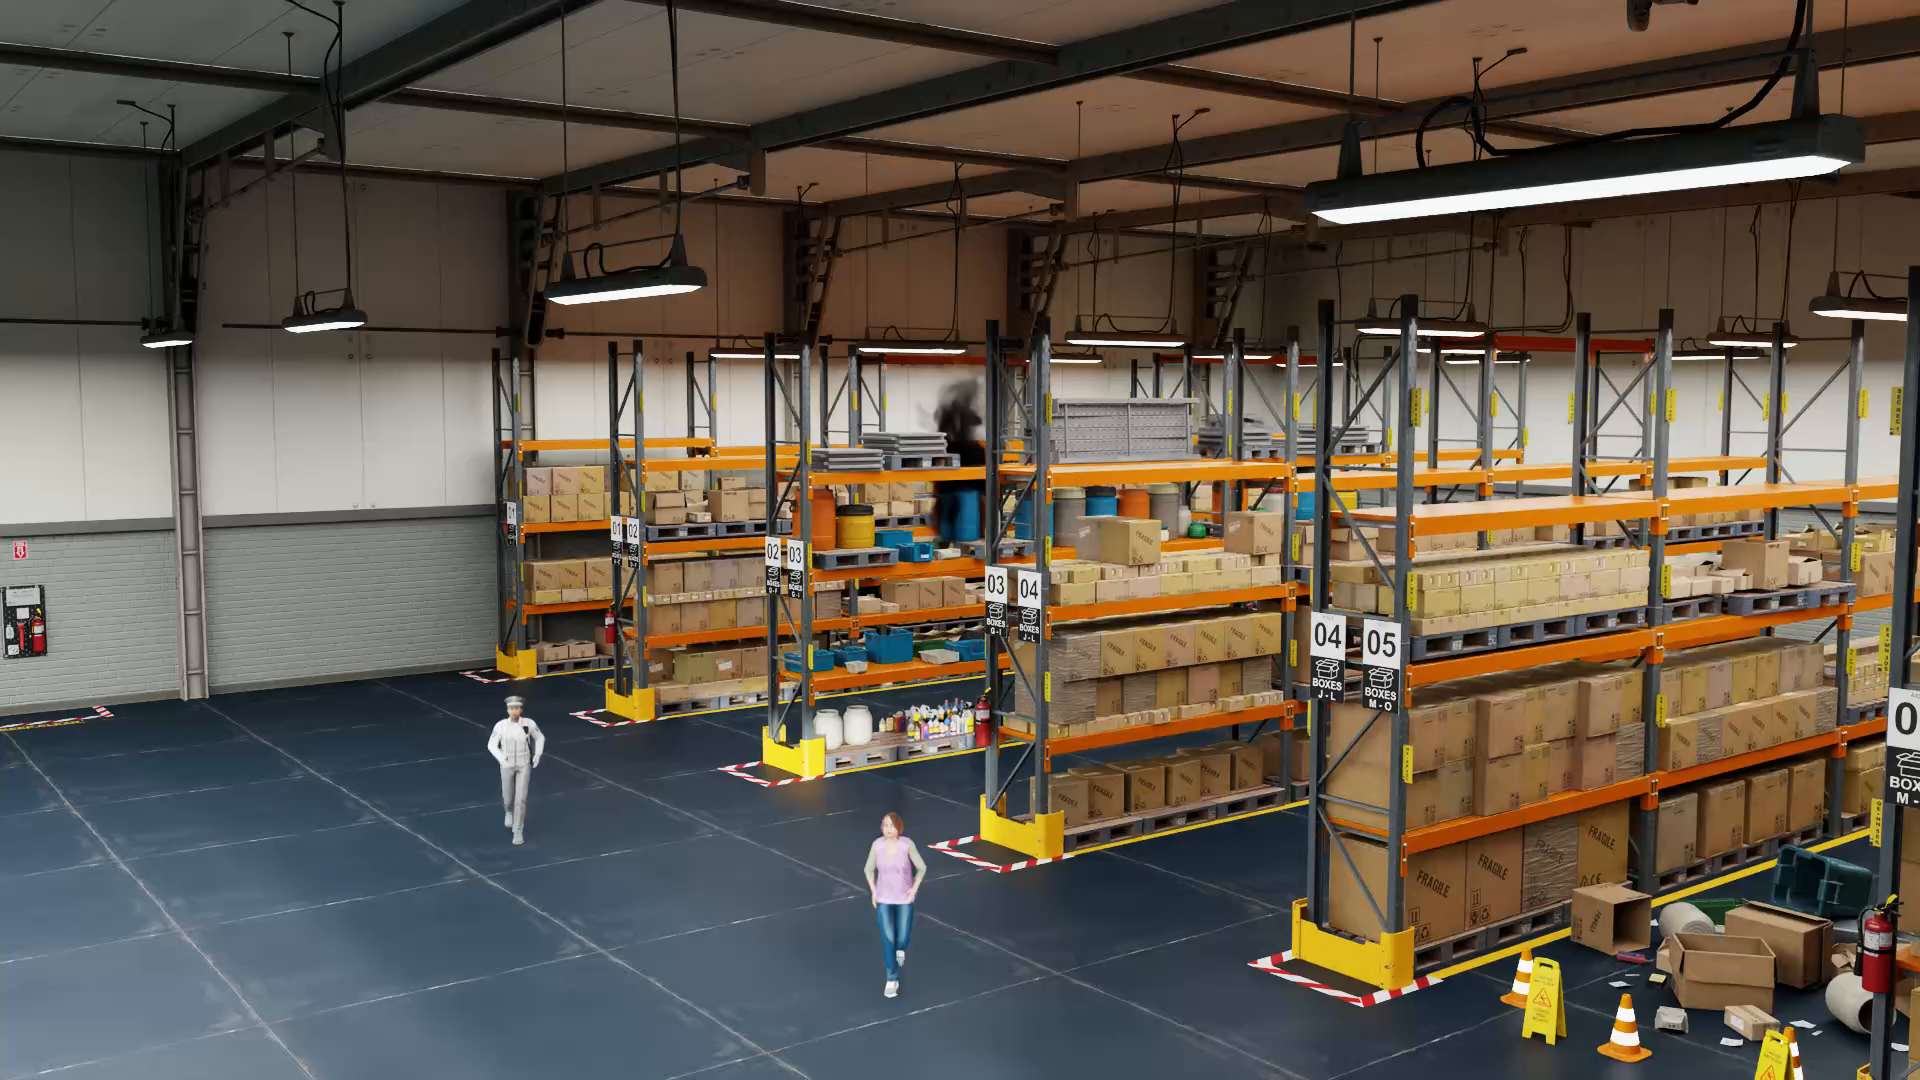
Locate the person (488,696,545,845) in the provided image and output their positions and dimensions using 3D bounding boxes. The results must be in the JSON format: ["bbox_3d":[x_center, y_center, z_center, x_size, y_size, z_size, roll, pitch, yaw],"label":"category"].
[{"bbox_3d":[-5.162,2.635,19.386,0.643,1.697,0.738,-1,5,-14],"label":"person"}]

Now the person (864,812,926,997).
[{"bbox_3d":[-0.567,3.130,14.469,0.540,1.571,0.557,0,5,4],"label":"person"}]
